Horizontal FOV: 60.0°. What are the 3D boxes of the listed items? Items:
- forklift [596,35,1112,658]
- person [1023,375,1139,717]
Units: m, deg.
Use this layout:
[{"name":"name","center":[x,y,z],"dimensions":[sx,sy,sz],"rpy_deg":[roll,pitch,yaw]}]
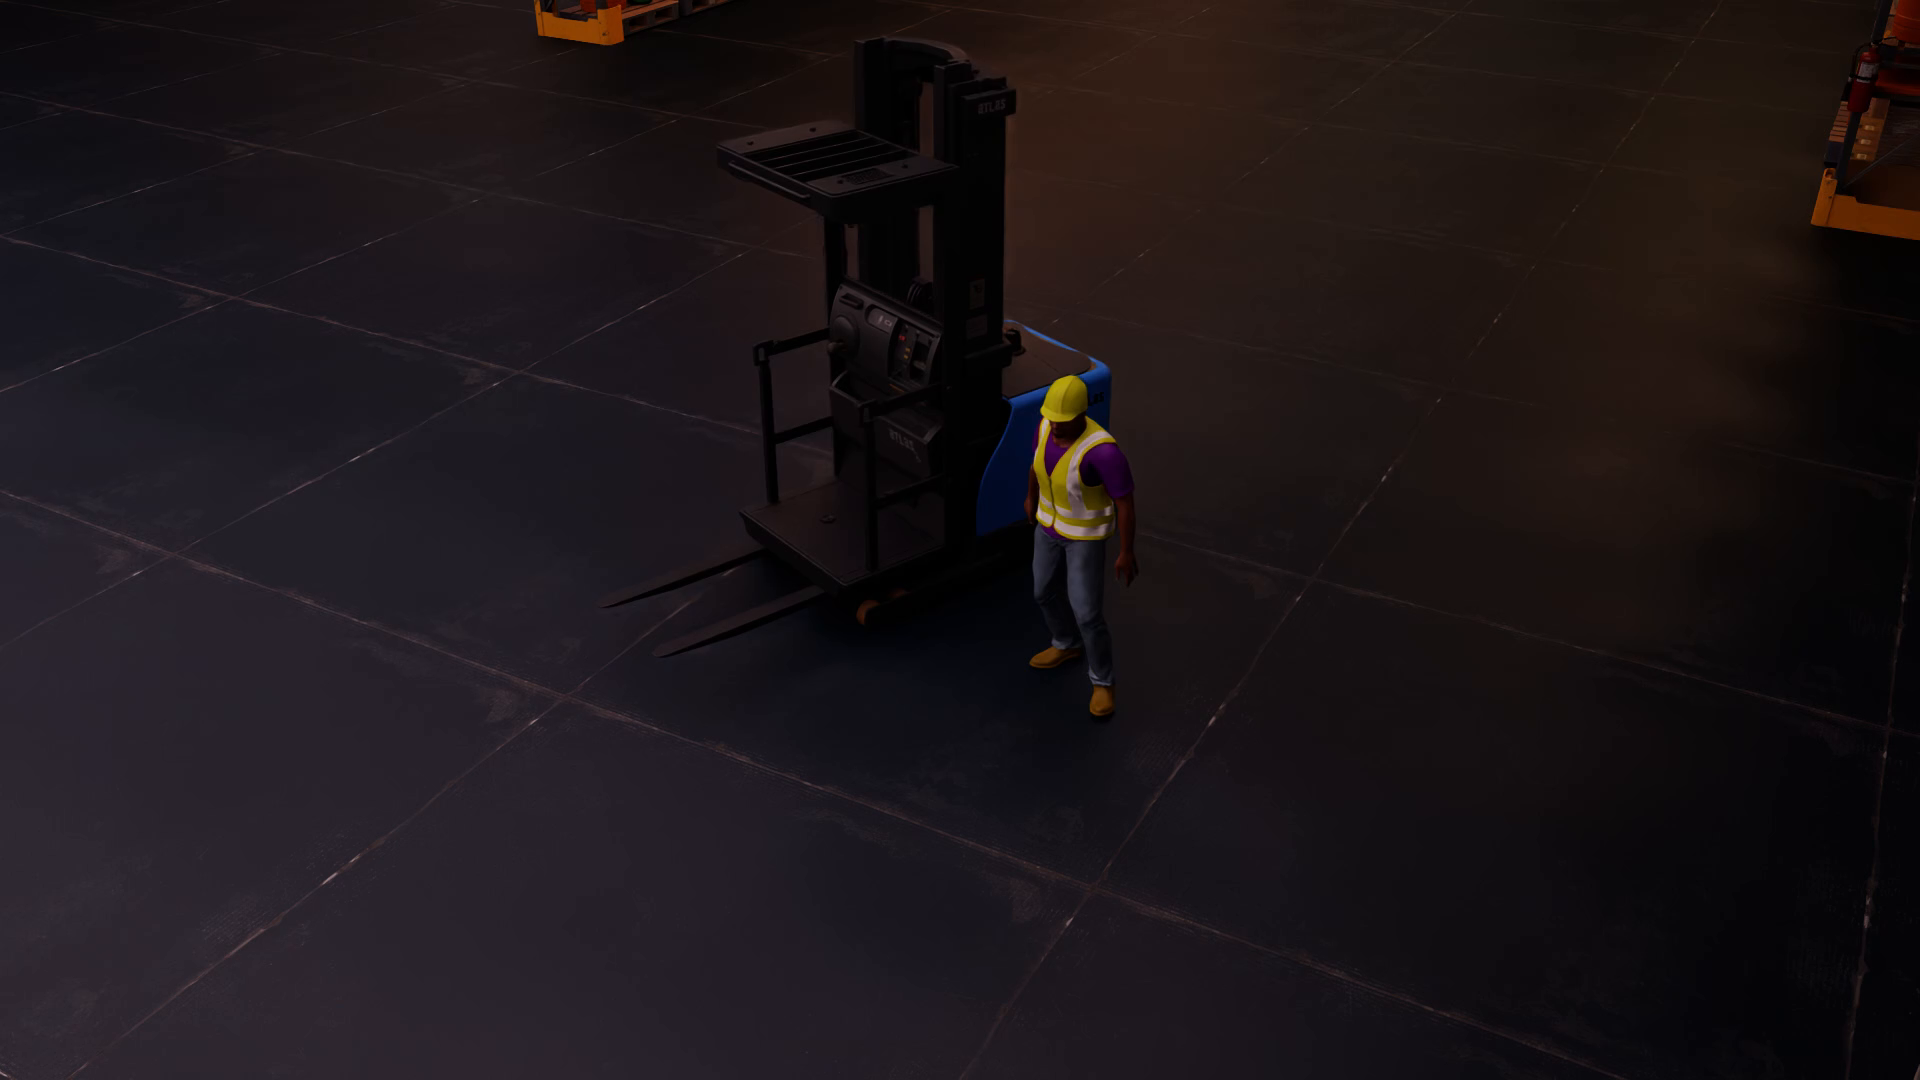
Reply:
[{"name":"forklift","center":[-0.574,-1.074,8.932],"dimensions":[3.031,2.935,1.130],"rpy_deg":[-22,36,-33]},{"name":"person","center":[0.549,-0.042,8.342],"dimensions":[0.442,1.733,0.864],"rpy_deg":[-23,37,-34]}]
